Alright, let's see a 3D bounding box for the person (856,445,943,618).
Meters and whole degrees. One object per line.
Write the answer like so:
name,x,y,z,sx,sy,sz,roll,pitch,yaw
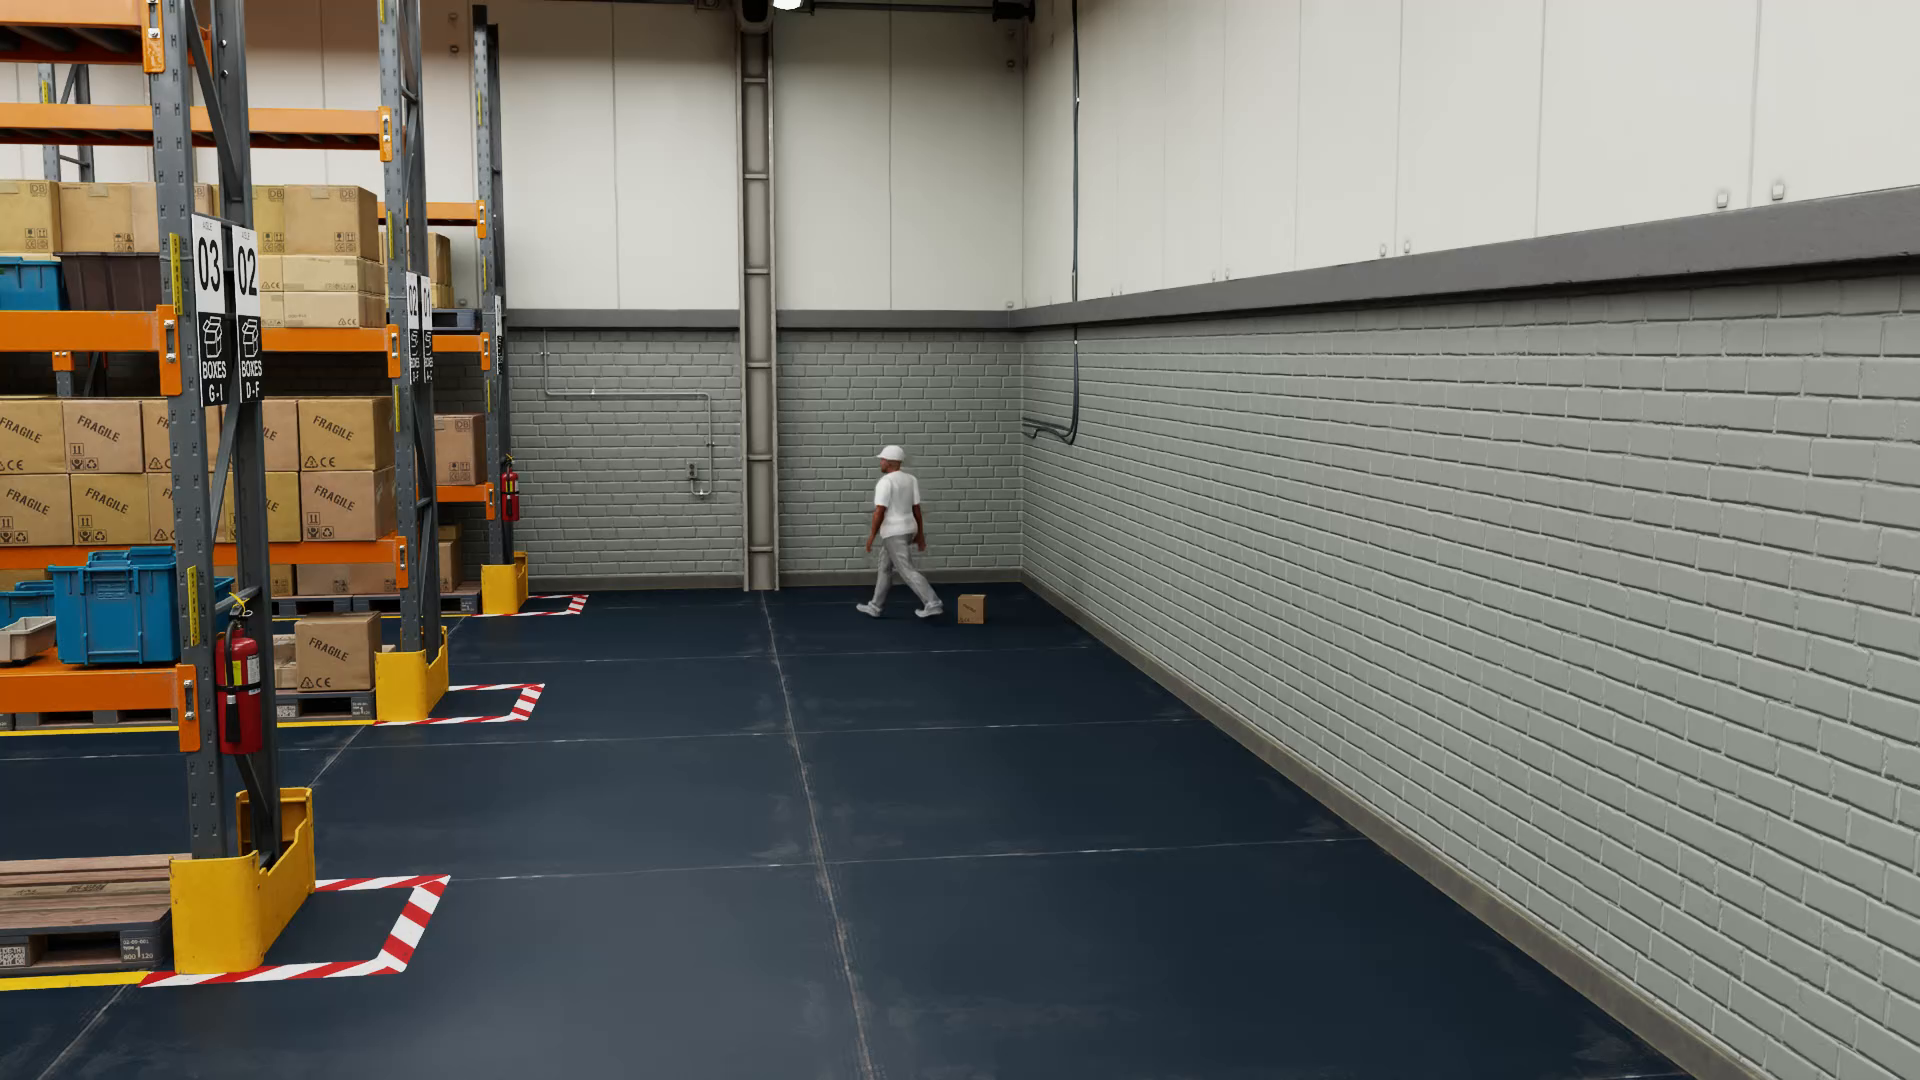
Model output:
person,-0.621,-0.064,16.282,1.064,1.720,0.599,3,7,28
